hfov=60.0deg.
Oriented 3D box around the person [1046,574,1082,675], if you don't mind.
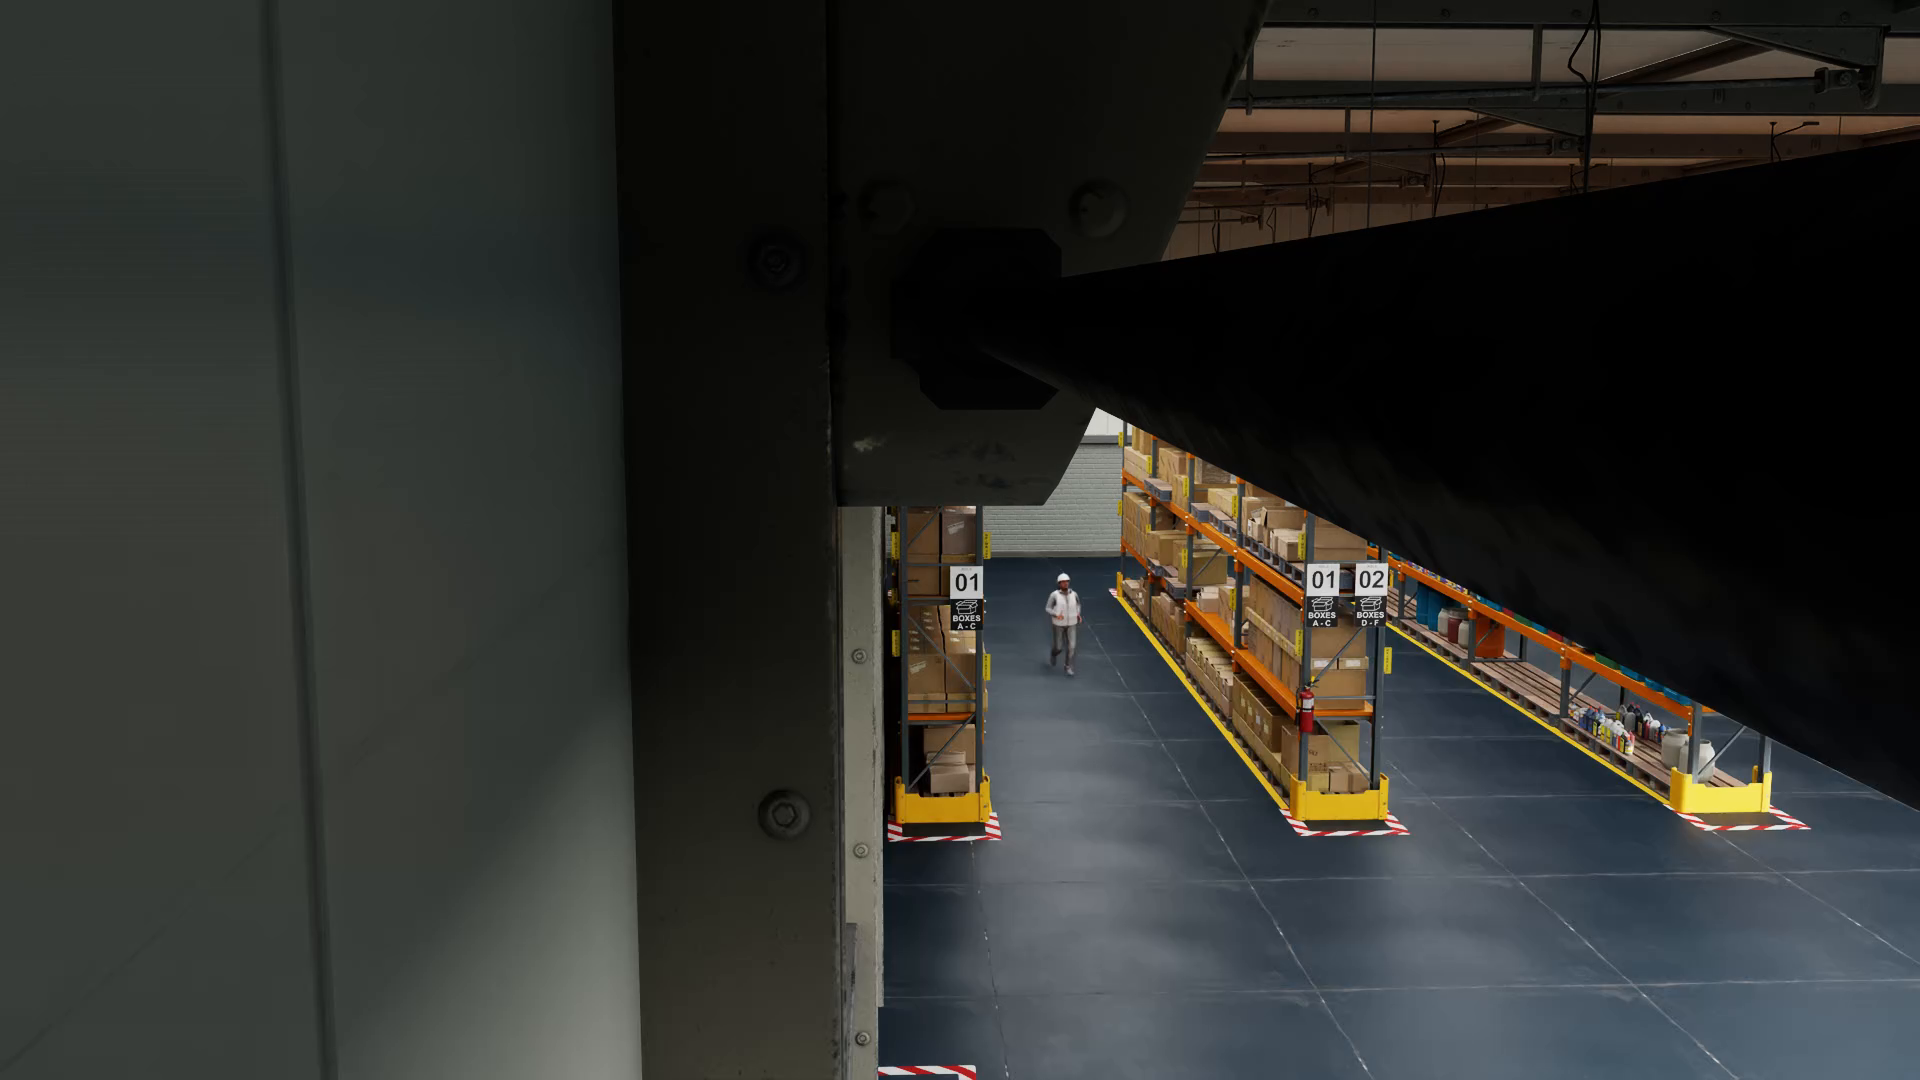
[{"bbox_3d":[1.807,1.443,28.754,0.669,1.733,0.760,-2,8,-14],"label":"person"}]
